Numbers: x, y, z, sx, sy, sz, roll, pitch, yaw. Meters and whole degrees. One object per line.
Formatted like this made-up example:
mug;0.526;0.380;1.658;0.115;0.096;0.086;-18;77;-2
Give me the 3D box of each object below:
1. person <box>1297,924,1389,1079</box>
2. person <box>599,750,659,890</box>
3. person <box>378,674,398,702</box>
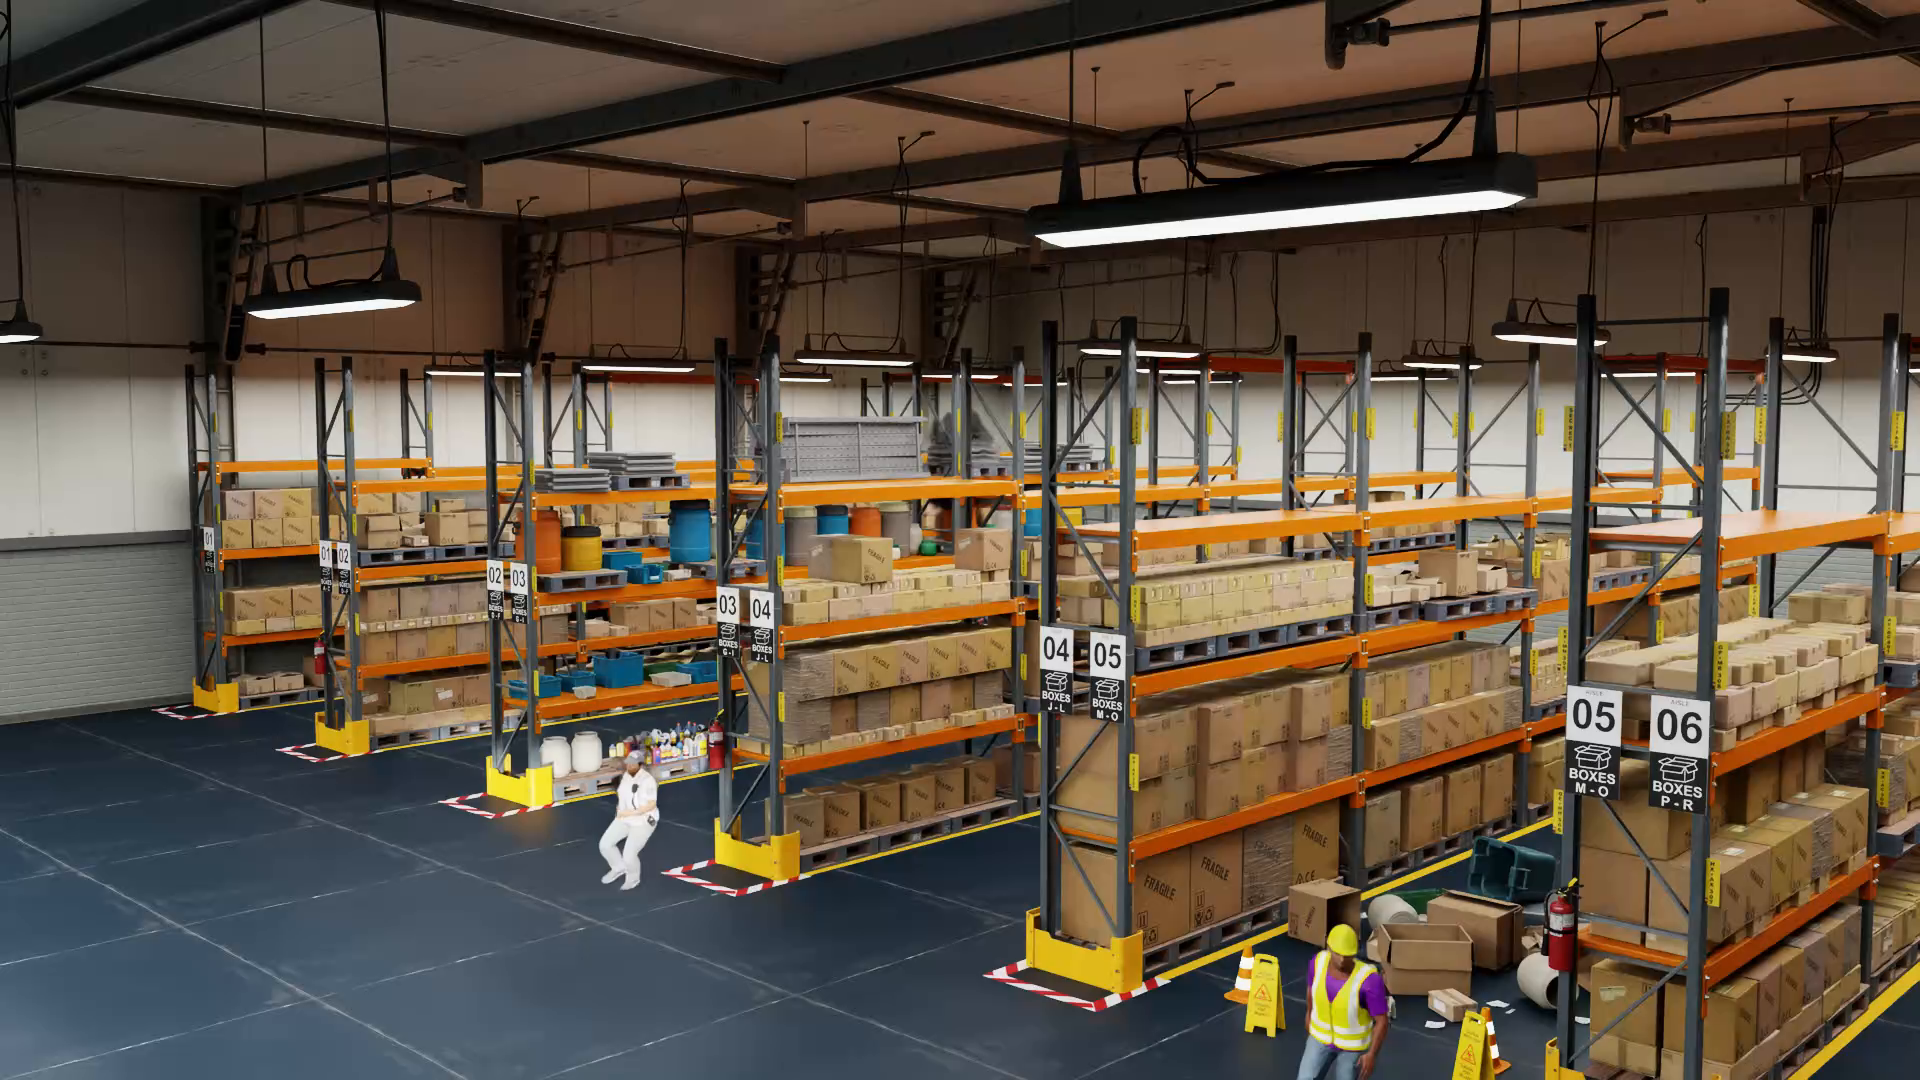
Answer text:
person;2.604;3.432;11.385;0.697;1.718;0.672;3;5;31
person;-3.567;3.038;17.907;0.774;1.591;0.634;2;5;27
person;-9.684;2.218;28.076;0.602;1.629;0.932;2;5;24
